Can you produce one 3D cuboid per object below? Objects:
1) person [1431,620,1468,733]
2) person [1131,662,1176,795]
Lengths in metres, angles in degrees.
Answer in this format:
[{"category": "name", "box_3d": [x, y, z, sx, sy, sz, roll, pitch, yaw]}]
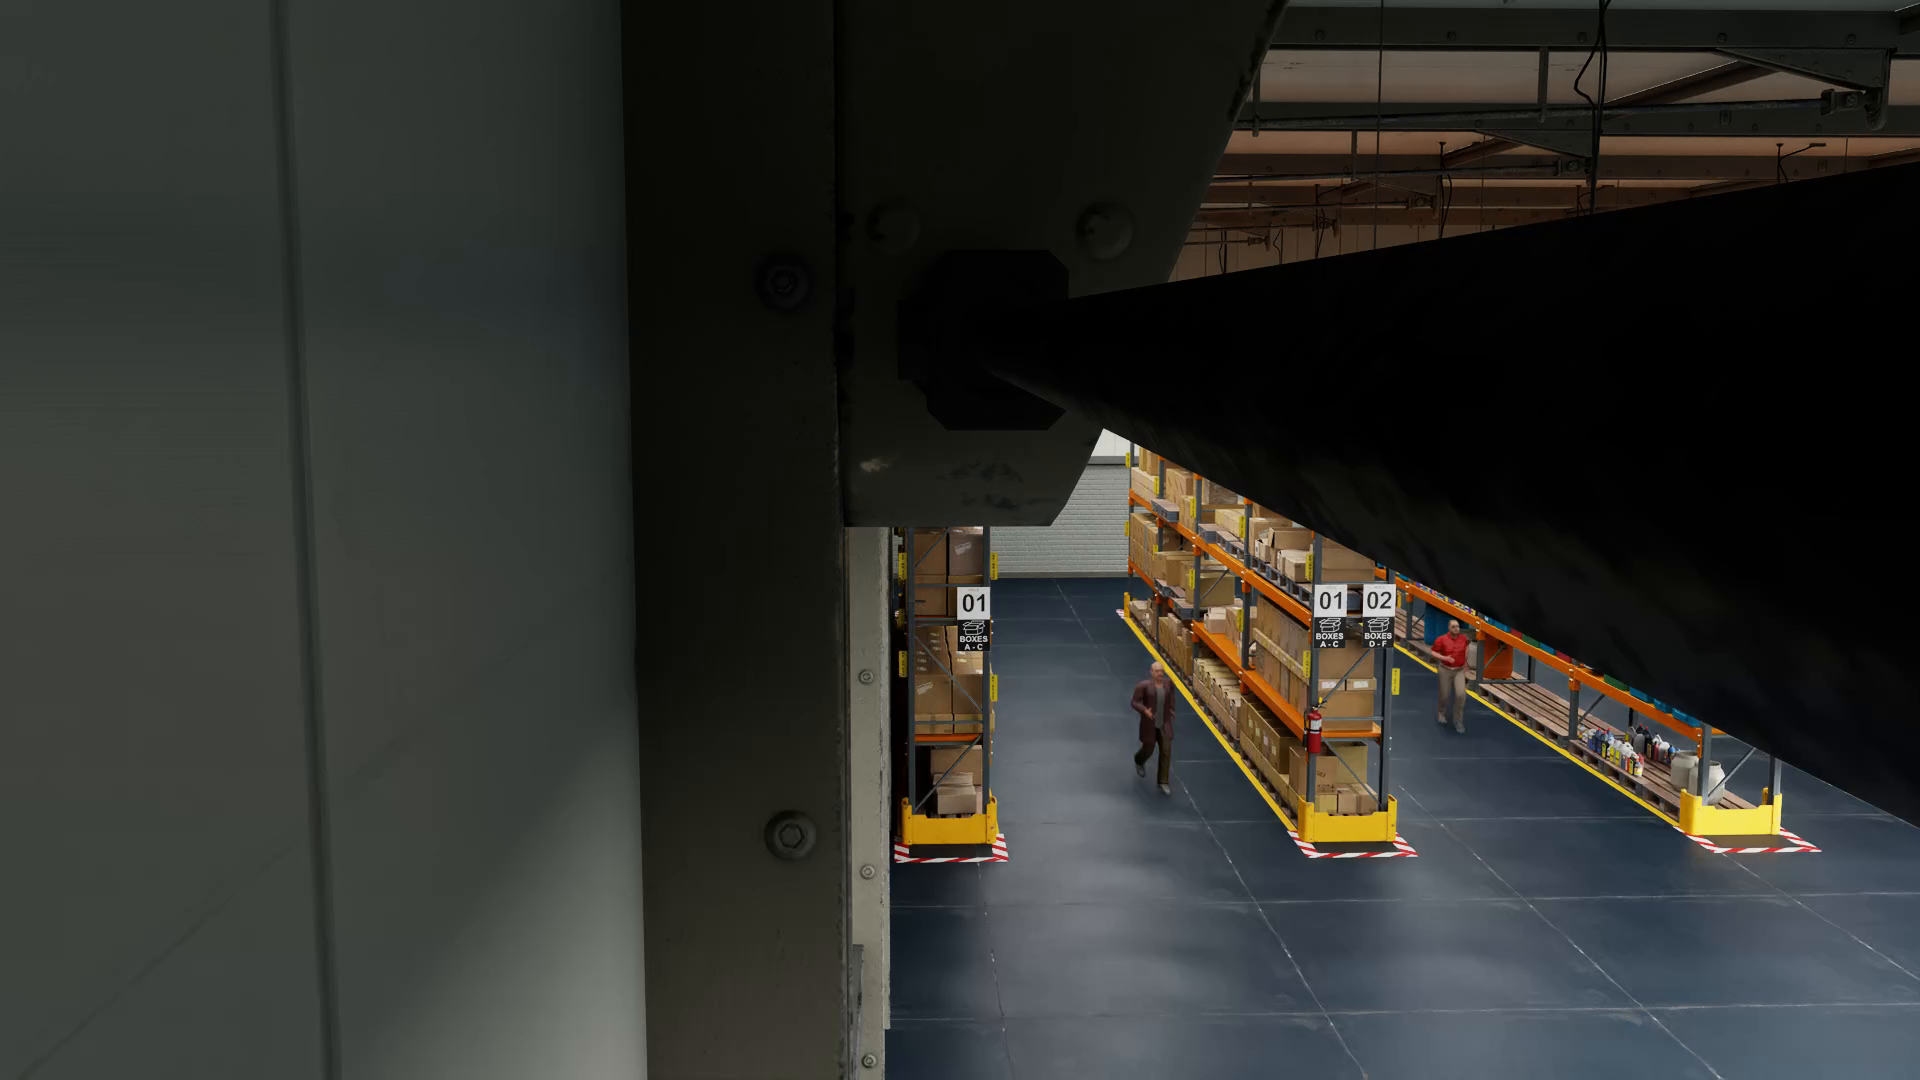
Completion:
[{"category": "person", "box_3d": [7.742, 2.141, 26.261, 0.645, 1.802, 0.799, 0, 7, 1]}, {"category": "person", "box_3d": [2.665, 2.526, 22.855, 0.690, 1.771, 1.042, -2, 7, -12]}]
